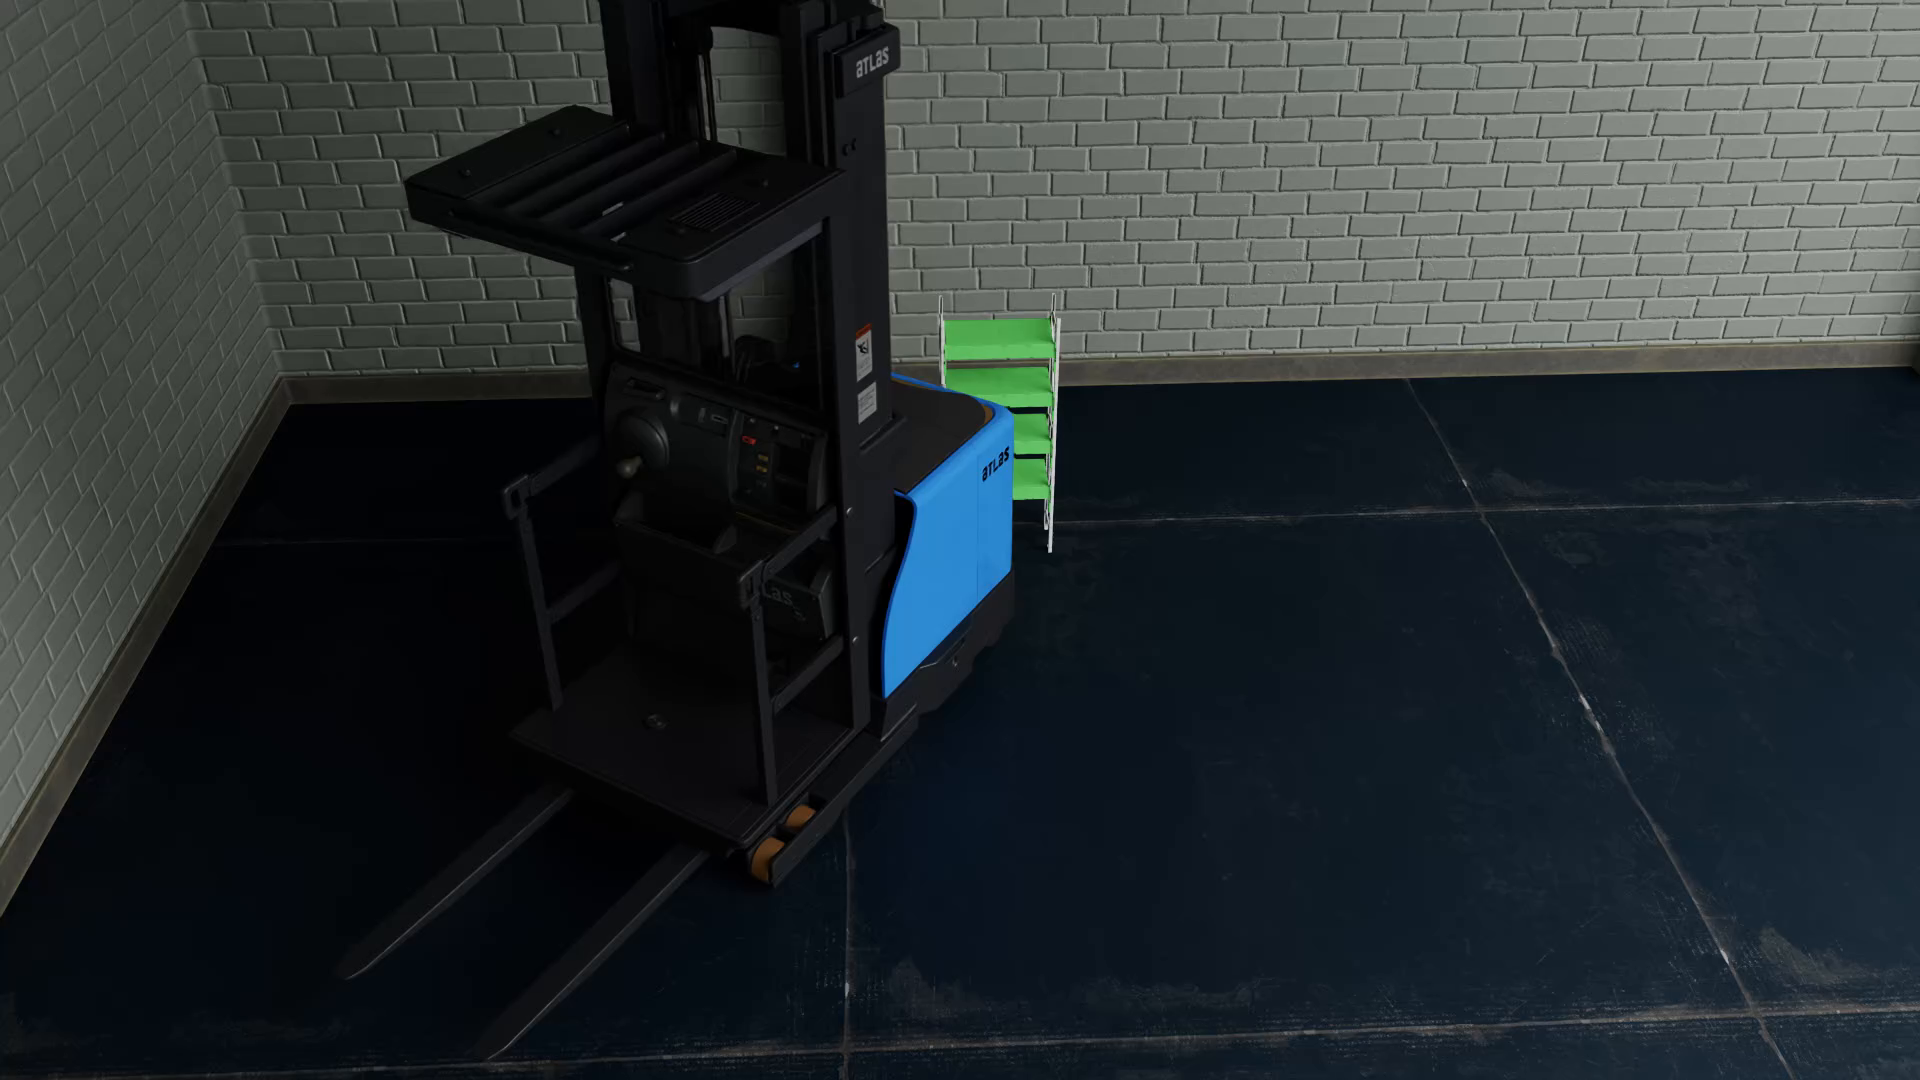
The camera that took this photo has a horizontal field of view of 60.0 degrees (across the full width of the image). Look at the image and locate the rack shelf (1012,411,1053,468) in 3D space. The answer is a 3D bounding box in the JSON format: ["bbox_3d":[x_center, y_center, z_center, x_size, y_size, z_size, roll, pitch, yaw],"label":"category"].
[{"bbox_3d":[0.165,-0.445,7.451,0.480,0.148,0.258,-2,35,-2],"label":"rack shelf"}]

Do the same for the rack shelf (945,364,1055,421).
[{"bbox_3d":[0.165,-0.643,7.315,0.480,0.148,0.258,-2,35,-2],"label":"rack shelf"}]

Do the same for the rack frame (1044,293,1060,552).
[{"bbox_3d":[0.409,-0.504,7.425,0.015,1.200,0.240,-2,35,-2],"label":"rack frame"}]

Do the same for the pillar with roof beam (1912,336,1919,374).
[{"bbox_3d":[5.633,-2.145,2.942,0.400,9.000,9.100,-2,35,-2],"label":"pillar with roof beam"}]

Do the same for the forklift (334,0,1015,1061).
[{"bbox_3d":[-0.955,-0.272,5.568,1.130,2.935,3.031,19,39,25],"label":"forklift"}]

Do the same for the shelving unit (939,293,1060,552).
[{"bbox_3d":[0.165,-0.498,7.415,0.503,1.200,0.258,-2,35,-2],"label":"shelving unit"}]

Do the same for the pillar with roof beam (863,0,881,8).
[{"bbox_3d":[-0.360,-1.984,2.709,0.400,9.000,9.100,-2,35,-2],"label":"pillar with roof beam"}]

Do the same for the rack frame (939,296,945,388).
[{"bbox_3d":[-0.078,-0.491,7.406,0.015,1.200,0.240,-2,35,-2],"label":"rack frame"}]

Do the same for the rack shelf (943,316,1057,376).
[{"bbox_3d":[0.165,-0.840,7.178,0.480,0.148,0.258,-2,35,-2],"label":"rack shelf"}]

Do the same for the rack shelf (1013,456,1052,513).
[{"bbox_3d":[0.165,-0.248,7.588,0.480,0.148,0.258,-2,35,-2],"label":"rack shelf"}]
